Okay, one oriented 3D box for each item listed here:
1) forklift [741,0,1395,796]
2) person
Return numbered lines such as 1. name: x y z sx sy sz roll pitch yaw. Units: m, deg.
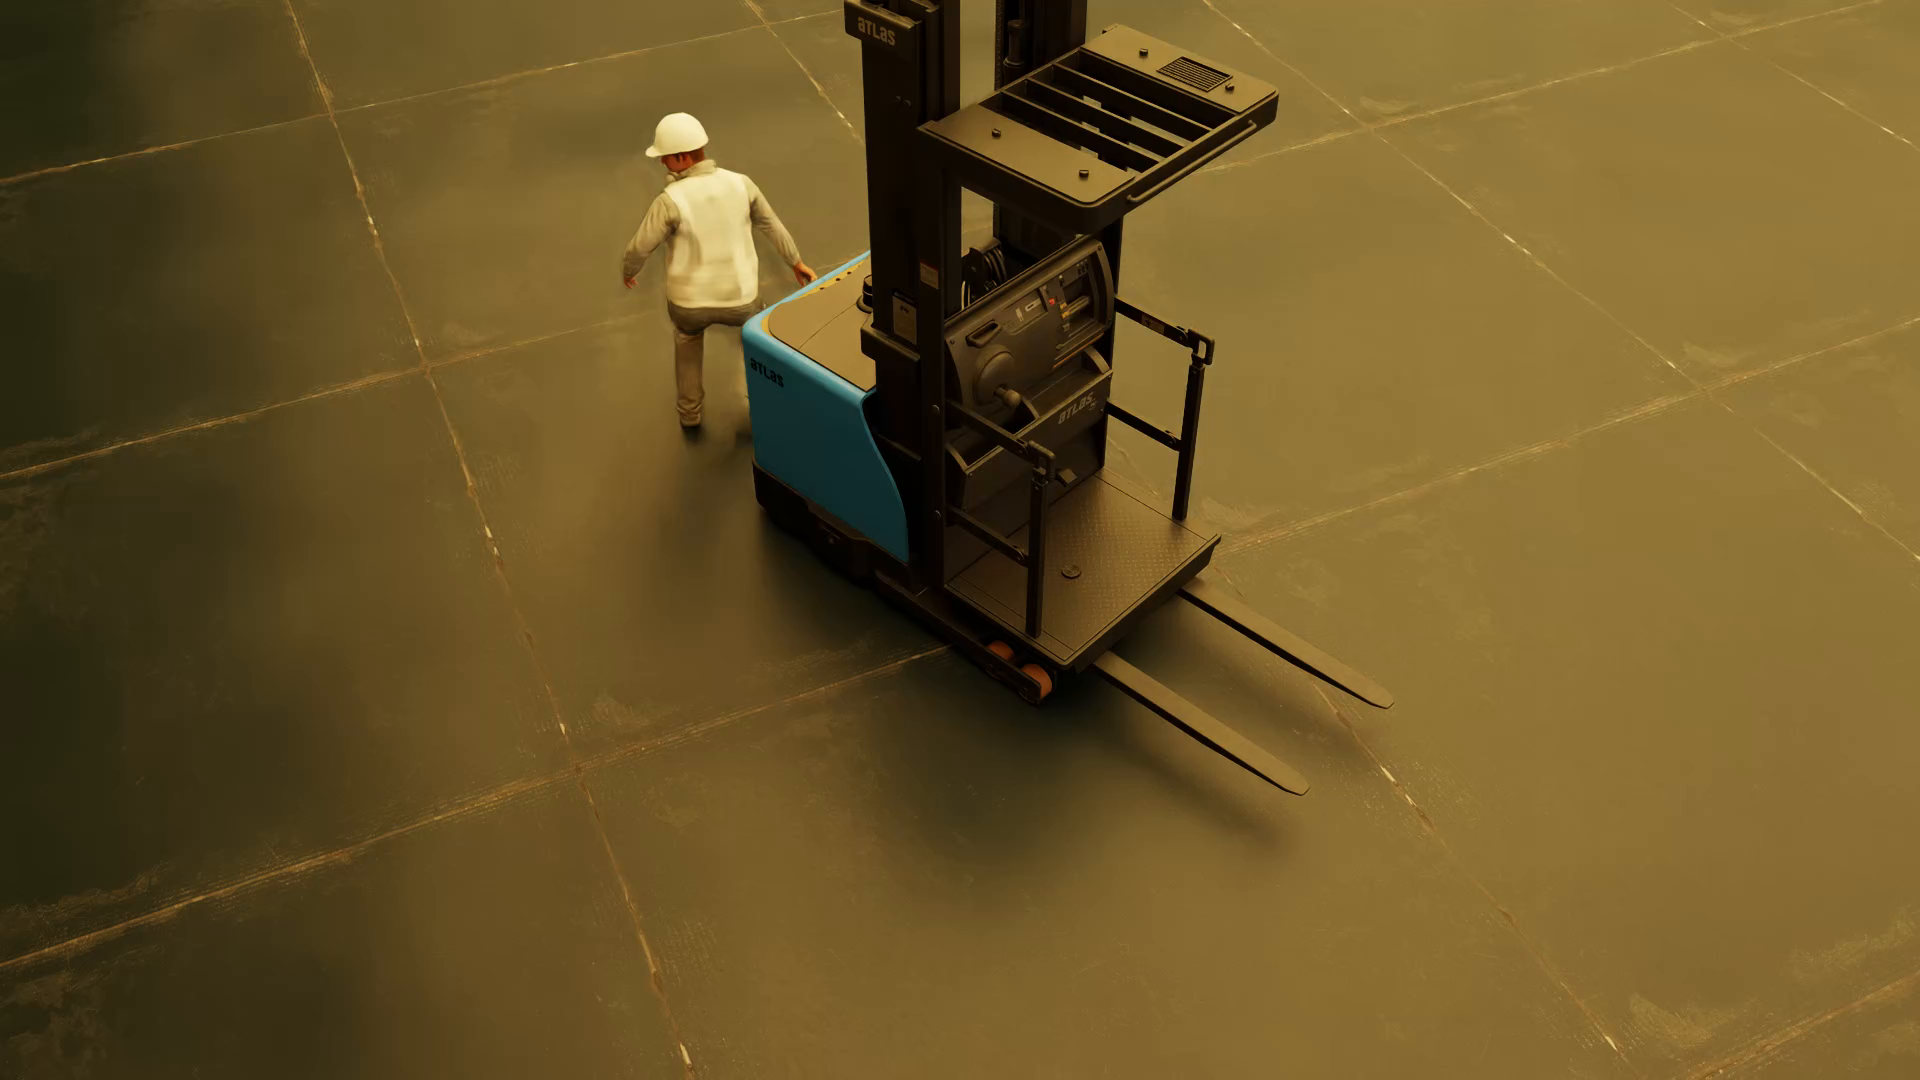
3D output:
1. forklift: 0.445 -0.788 6.525 3.031 2.935 1.130 32 52 30
2. person: -1.147 -1.258 8.048 0.931 1.619 0.541 -11 44 -12
